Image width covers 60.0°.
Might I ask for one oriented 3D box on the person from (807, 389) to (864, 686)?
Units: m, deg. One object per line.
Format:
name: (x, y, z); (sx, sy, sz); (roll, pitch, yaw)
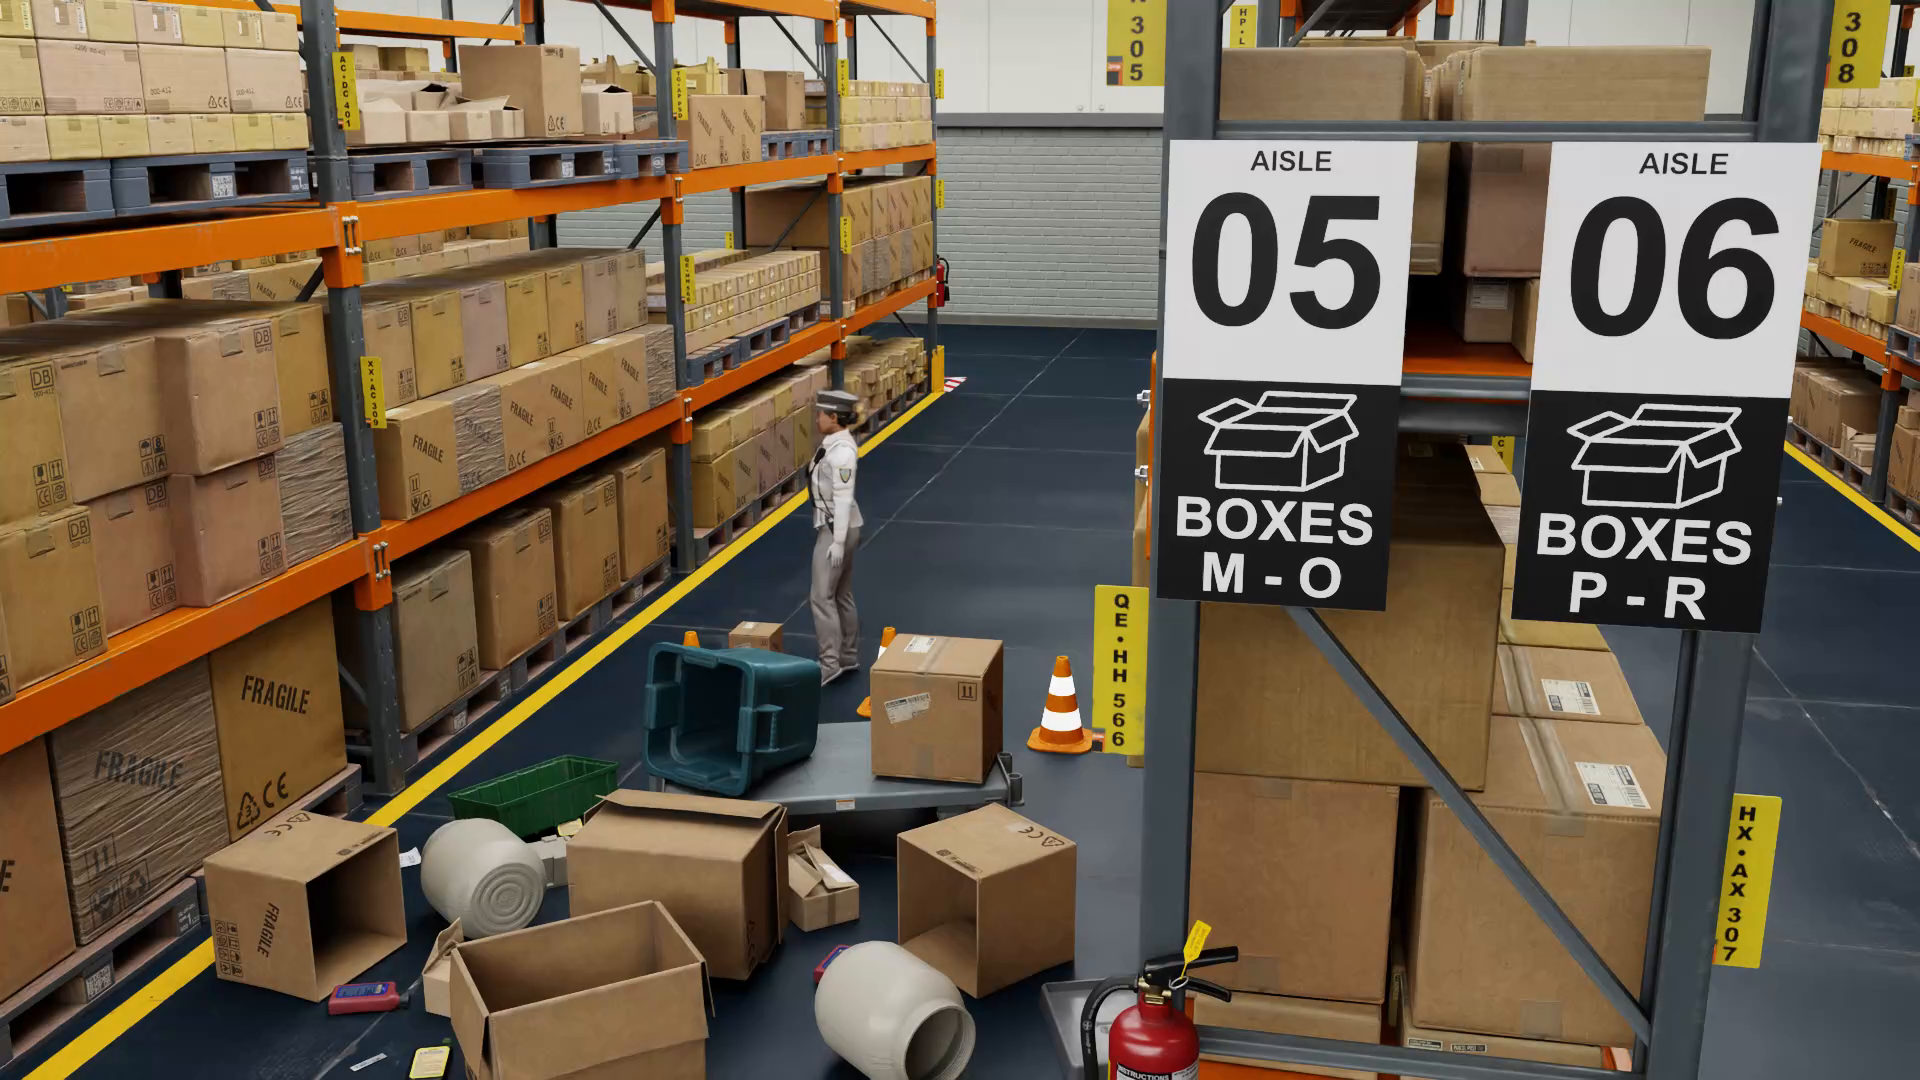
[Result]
person: (-0.755, -0.004, 9.598); (0.402, 1.739, 0.509); (-1, 15, -5)
